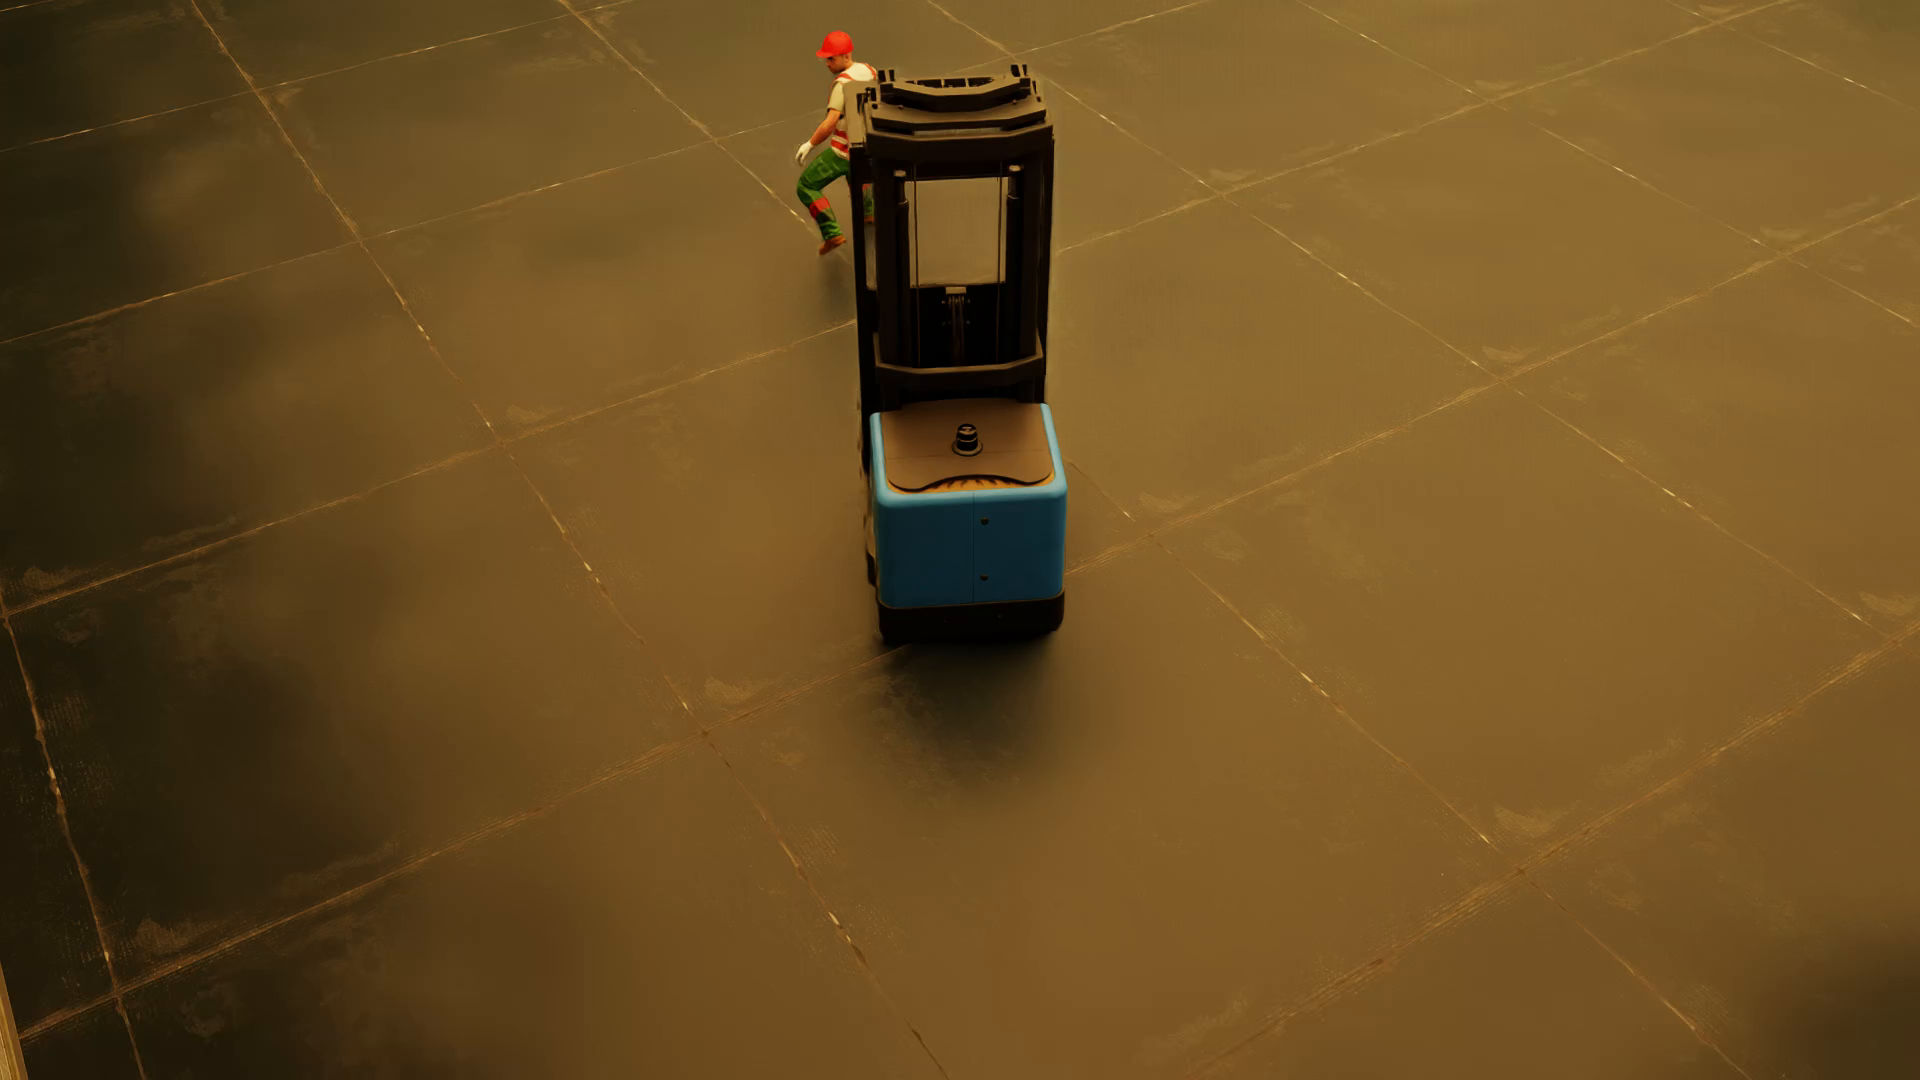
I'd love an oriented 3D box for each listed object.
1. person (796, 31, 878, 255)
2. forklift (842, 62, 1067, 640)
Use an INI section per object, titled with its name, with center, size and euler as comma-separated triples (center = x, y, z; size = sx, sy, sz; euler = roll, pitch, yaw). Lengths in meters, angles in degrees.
[person]
center = -0.805, -2.963, 12.288
size = 0.505, 1.649, 1.169
euler = 22, 46, 23
[forklift]
center = -0.070, -1.505, 9.593
size = 1.130, 2.935, 3.031
euler = -4, 41, -4
